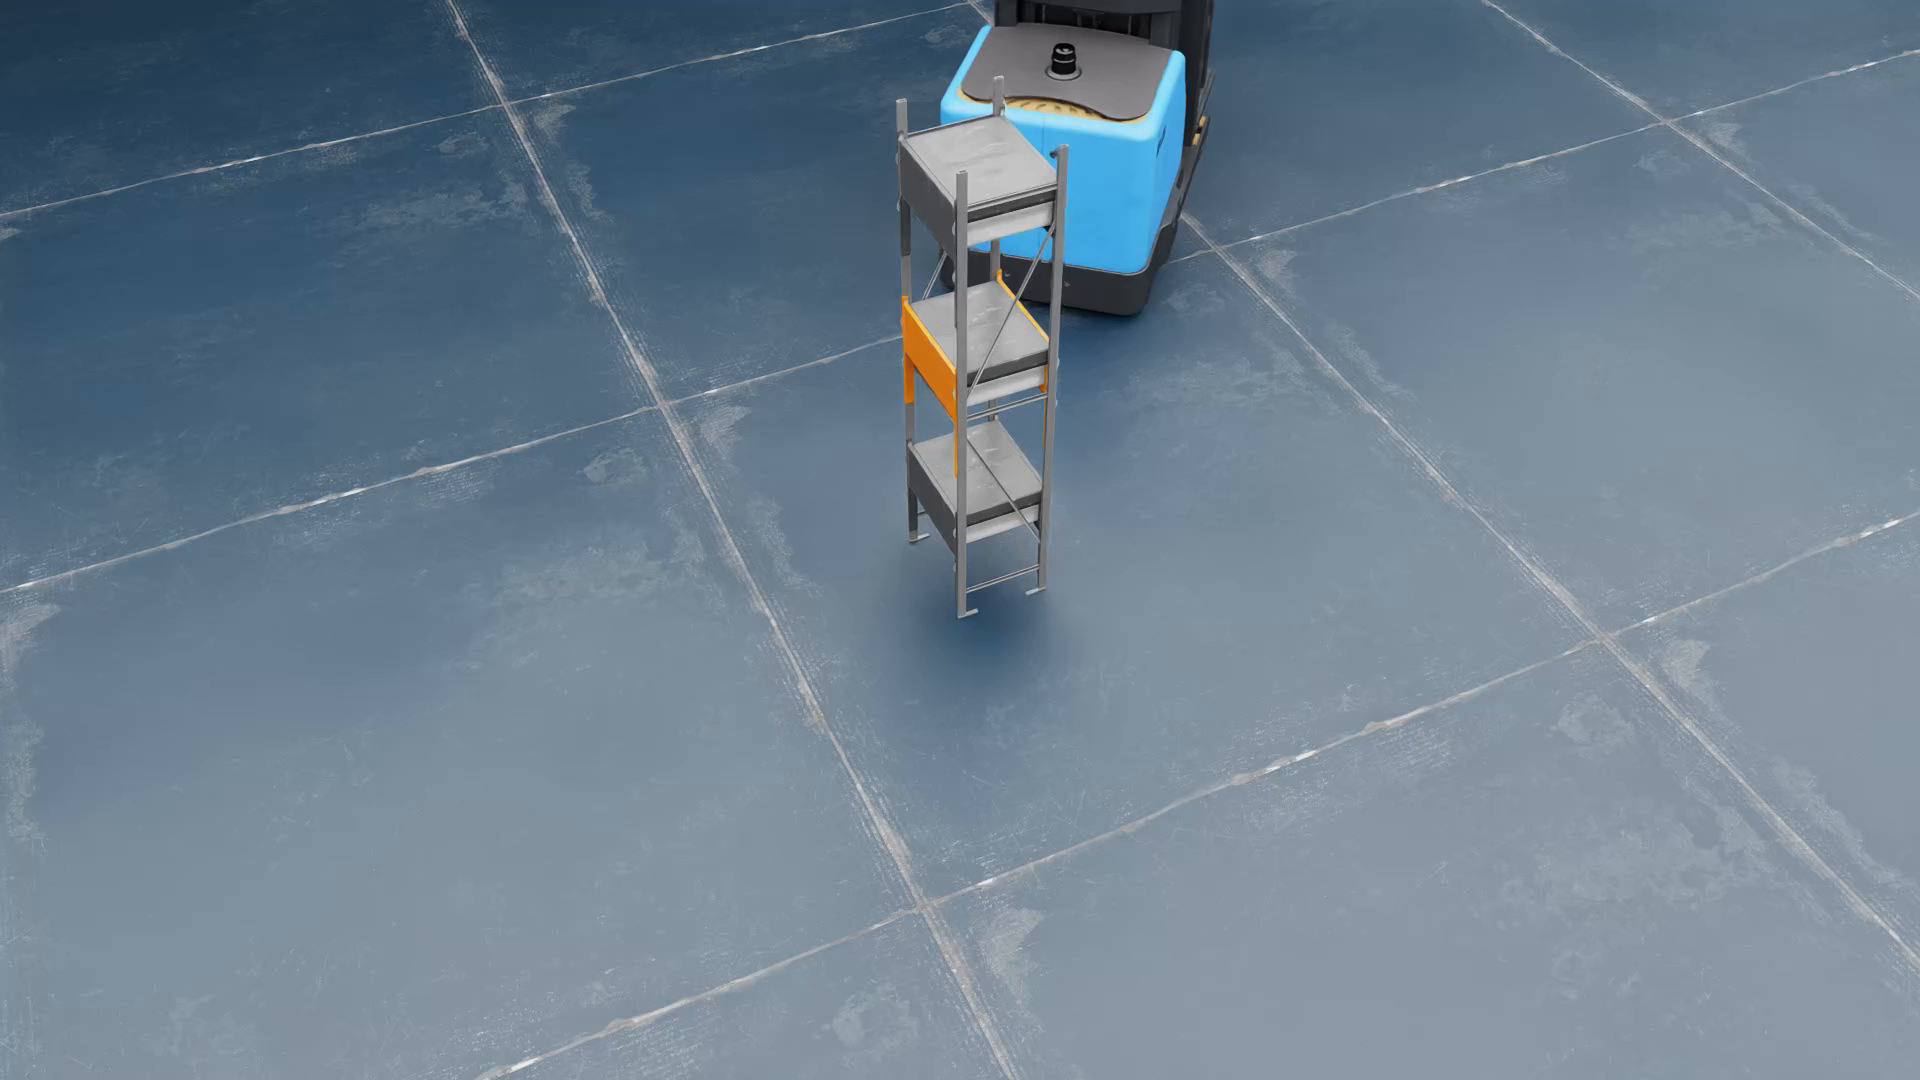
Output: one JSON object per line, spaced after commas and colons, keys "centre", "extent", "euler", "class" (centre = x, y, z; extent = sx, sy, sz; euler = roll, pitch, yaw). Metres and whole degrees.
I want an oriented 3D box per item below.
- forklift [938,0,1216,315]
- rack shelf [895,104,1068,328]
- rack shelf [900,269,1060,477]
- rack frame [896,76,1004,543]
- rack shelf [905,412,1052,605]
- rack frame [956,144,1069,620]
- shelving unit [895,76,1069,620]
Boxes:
{"centre": [0.780, -3.197, 8.272], "extent": [1.130, 2.935, 3.031], "euler": [11, 46, 11], "class": "forklift"}
{"centre": [0.070, -1.130, 5.792], "extent": [0.431, 0.518, 0.480], "euler": [-18, 47, -17], "class": "rack shelf"}
{"centre": [0.070, -0.632, 6.284], "extent": [0.431, 0.518, 0.480], "euler": [-18, 47, -17], "class": "rack shelf"}
{"centre": [-0.033, -0.797, 6.432], "extent": [0.400, 2.100, 0.015], "euler": [-18, 47, -17], "class": "rack frame"}
{"centre": [0.070, -0.134, 6.776], "extent": [0.431, 0.518, 0.480], "euler": [-18, 47, -17], "class": "rack shelf"}
{"centre": [0.172, -0.486, 6.117], "extent": [0.400, 2.100, 0.015], "euler": [-18, 47, -17], "class": "rack frame"}
{"centre": [0.070, -0.642, 6.274], "extent": [0.431, 2.100, 0.503], "euler": [-18, 47, -17], "class": "shelving unit"}
